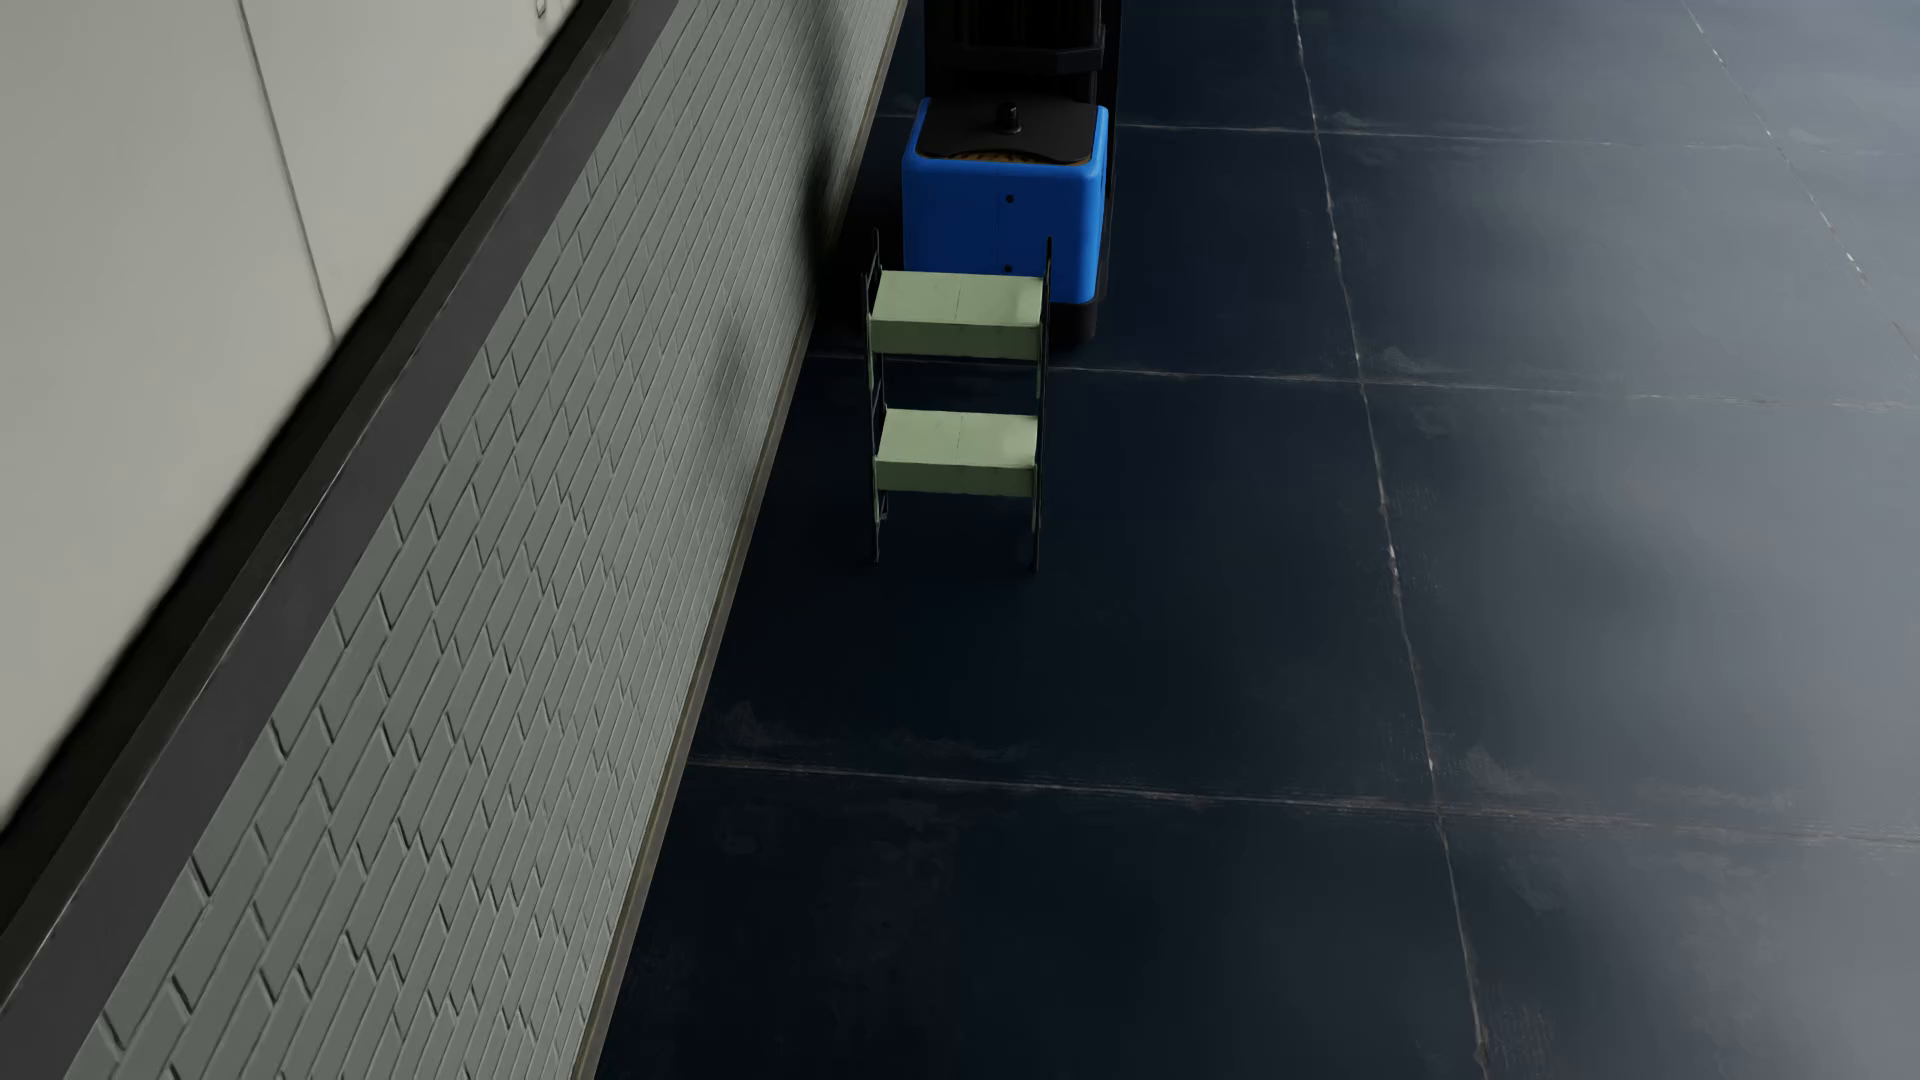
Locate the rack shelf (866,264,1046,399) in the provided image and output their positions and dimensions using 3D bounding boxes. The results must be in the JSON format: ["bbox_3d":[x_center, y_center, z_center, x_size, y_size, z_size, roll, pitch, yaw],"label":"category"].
[{"bbox_3d":[-0.007,-0.885,7.031,0.720,0.370,0.431,3,39,4],"label":"rack shelf"}]

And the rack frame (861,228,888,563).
[{"bbox_3d":[-0.371,-0.602,7.301,0.023,1.500,0.400,3,39,4],"label":"rack frame"}]

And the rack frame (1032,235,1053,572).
[{"bbox_3d":[0.358,-0.562,7.252,0.023,1.500,0.400,3,39,4],"label":"rack frame"}]

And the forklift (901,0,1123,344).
[{"bbox_3d":[0.375,-3.117,9.257,1.130,2.935,3.031,4,39,5],"label":"forklift"}]

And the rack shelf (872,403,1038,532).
[{"bbox_3d":[-0.007,-0.329,7.483,0.720,0.370,0.431,3,39,4],"label":"rack shelf"}]

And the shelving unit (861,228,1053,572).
[{"bbox_3d":[-0.007,-0.582,7.277,0.755,1.500,0.431,3,39,4],"label":"shelving unit"}]
